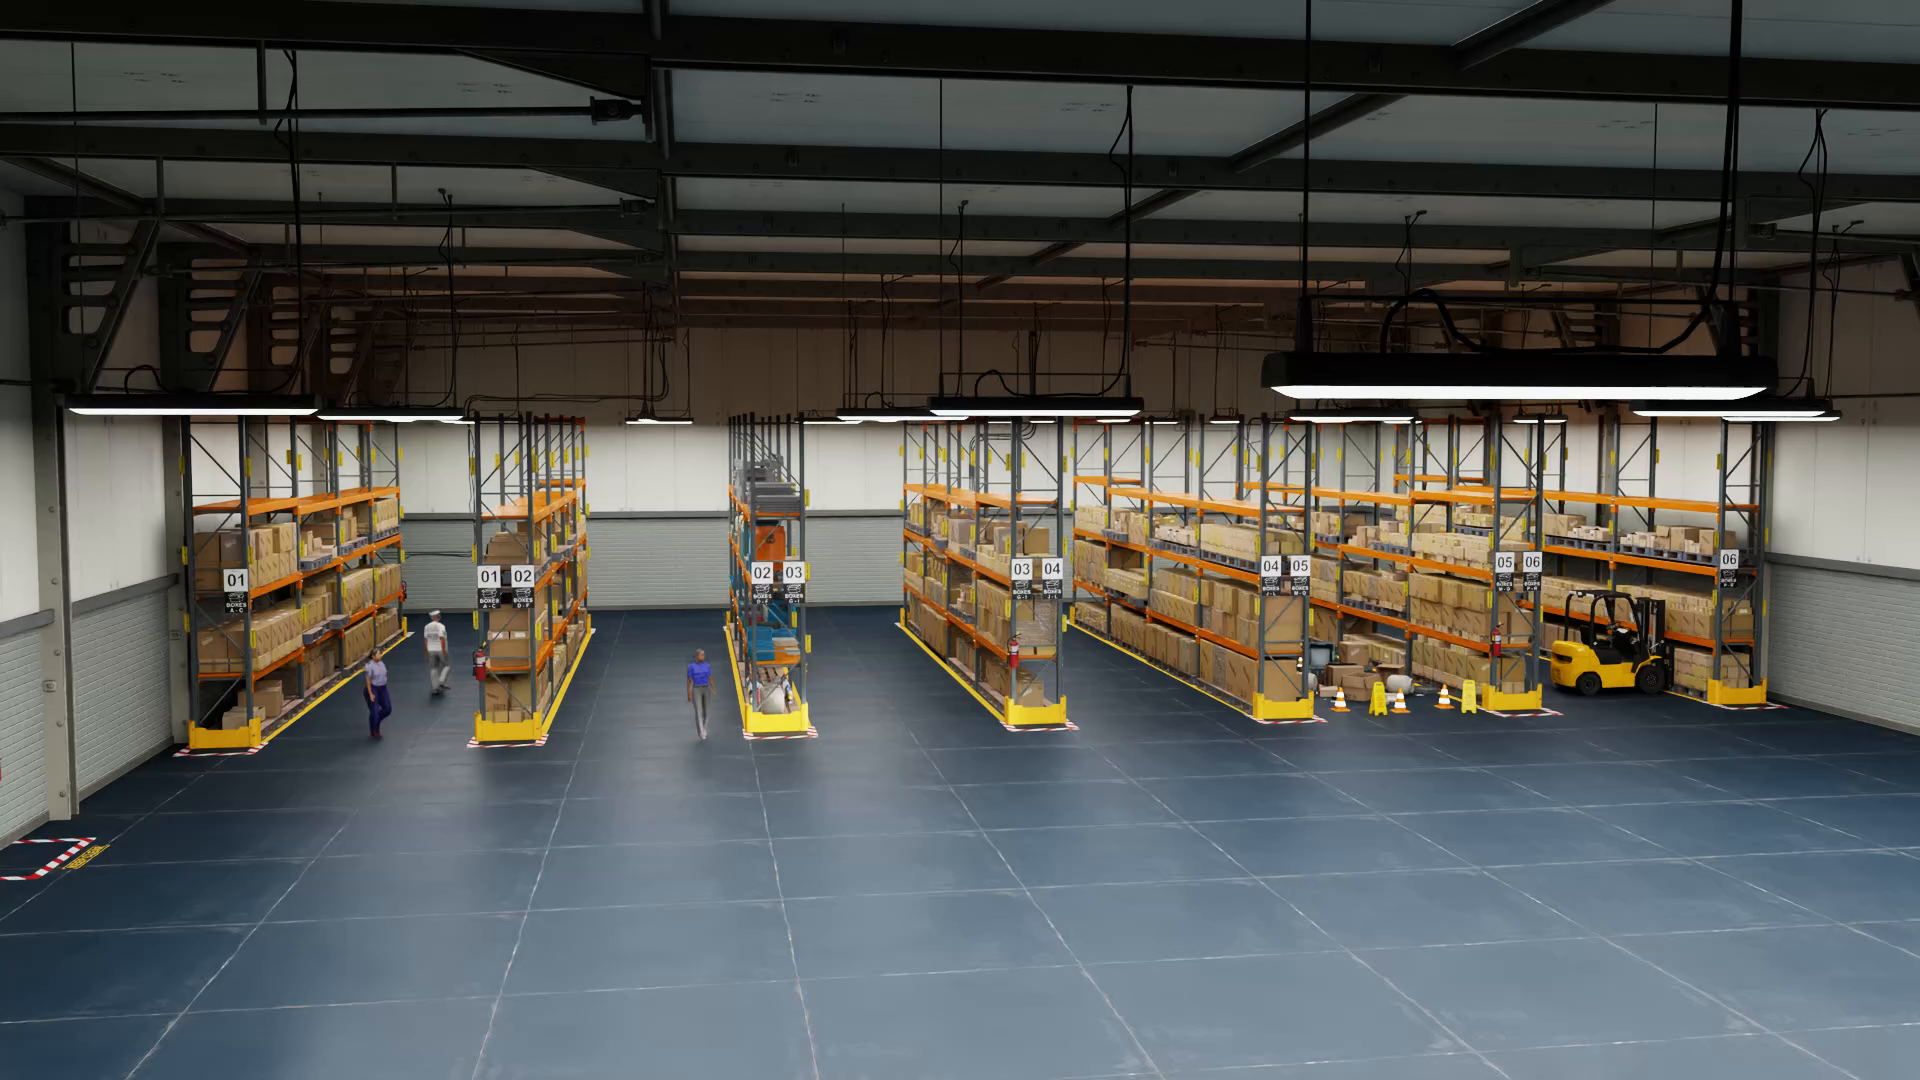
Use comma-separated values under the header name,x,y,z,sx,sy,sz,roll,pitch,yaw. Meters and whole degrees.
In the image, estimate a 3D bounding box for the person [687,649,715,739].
name,x,y,z,sx,sy,sz,roll,pitch,yaw
person,-4.725,2.853,30.657,0.475,1.637,0.811,-2,5,-31

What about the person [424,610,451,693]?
name,x,y,z,sx,sy,sz,roll,pitch,yaw
person,-11.264,2.401,35.831,0.597,1.757,0.547,0,4,1

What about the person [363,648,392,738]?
name,x,y,z,sx,sy,sz,roll,pitch,yaw
person,-10.790,2.810,30.641,0.490,1.620,0.473,3,5,36

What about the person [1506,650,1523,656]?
name,x,y,z,sx,sy,sz,roll,pitch,yaw
person,12.703,2.354,38.044,0.535,1.581,0.706,-1,4,-8
